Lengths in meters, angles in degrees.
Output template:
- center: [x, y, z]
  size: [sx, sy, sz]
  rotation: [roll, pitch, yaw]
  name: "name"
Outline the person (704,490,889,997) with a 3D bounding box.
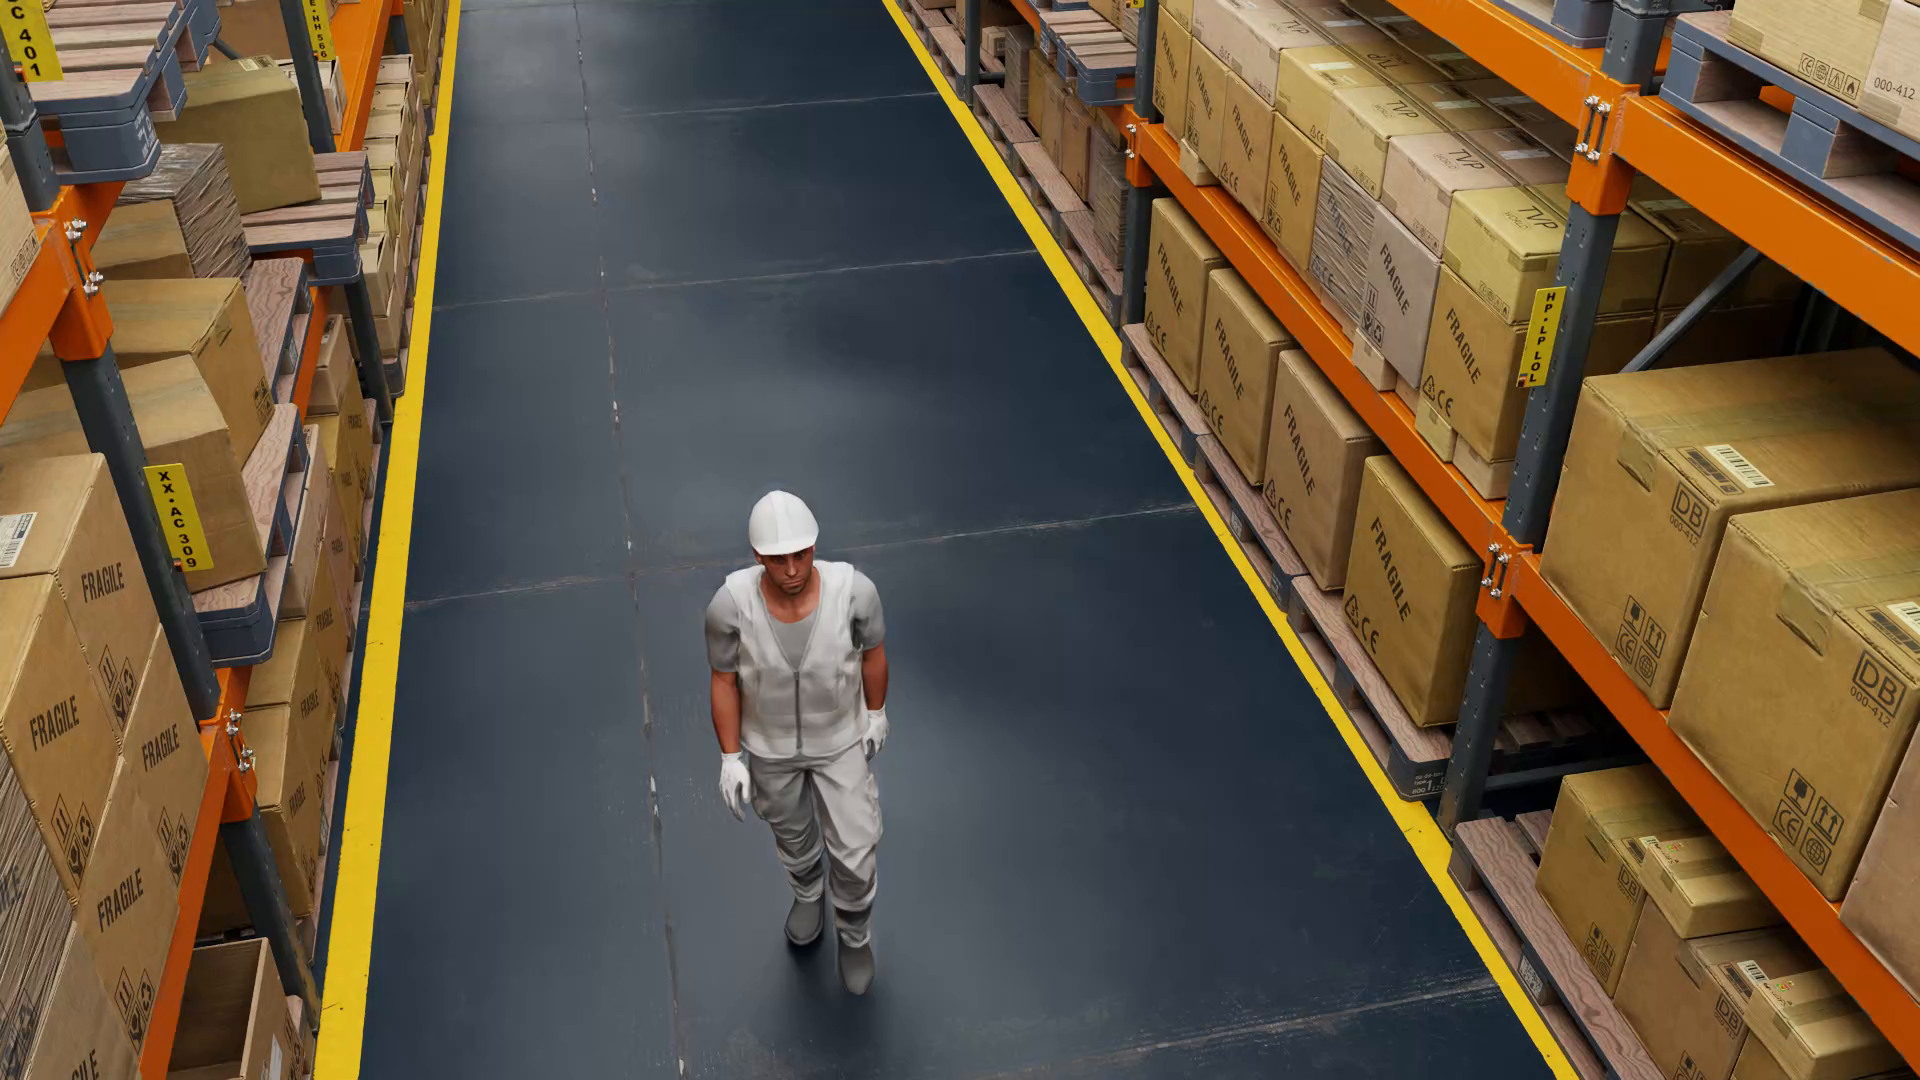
- center: [-0.485, 0.649, 5.161]
  size: [0.539, 1.837, 0.518]
  rotation: [-2, 34, -2]
  name: "person"
